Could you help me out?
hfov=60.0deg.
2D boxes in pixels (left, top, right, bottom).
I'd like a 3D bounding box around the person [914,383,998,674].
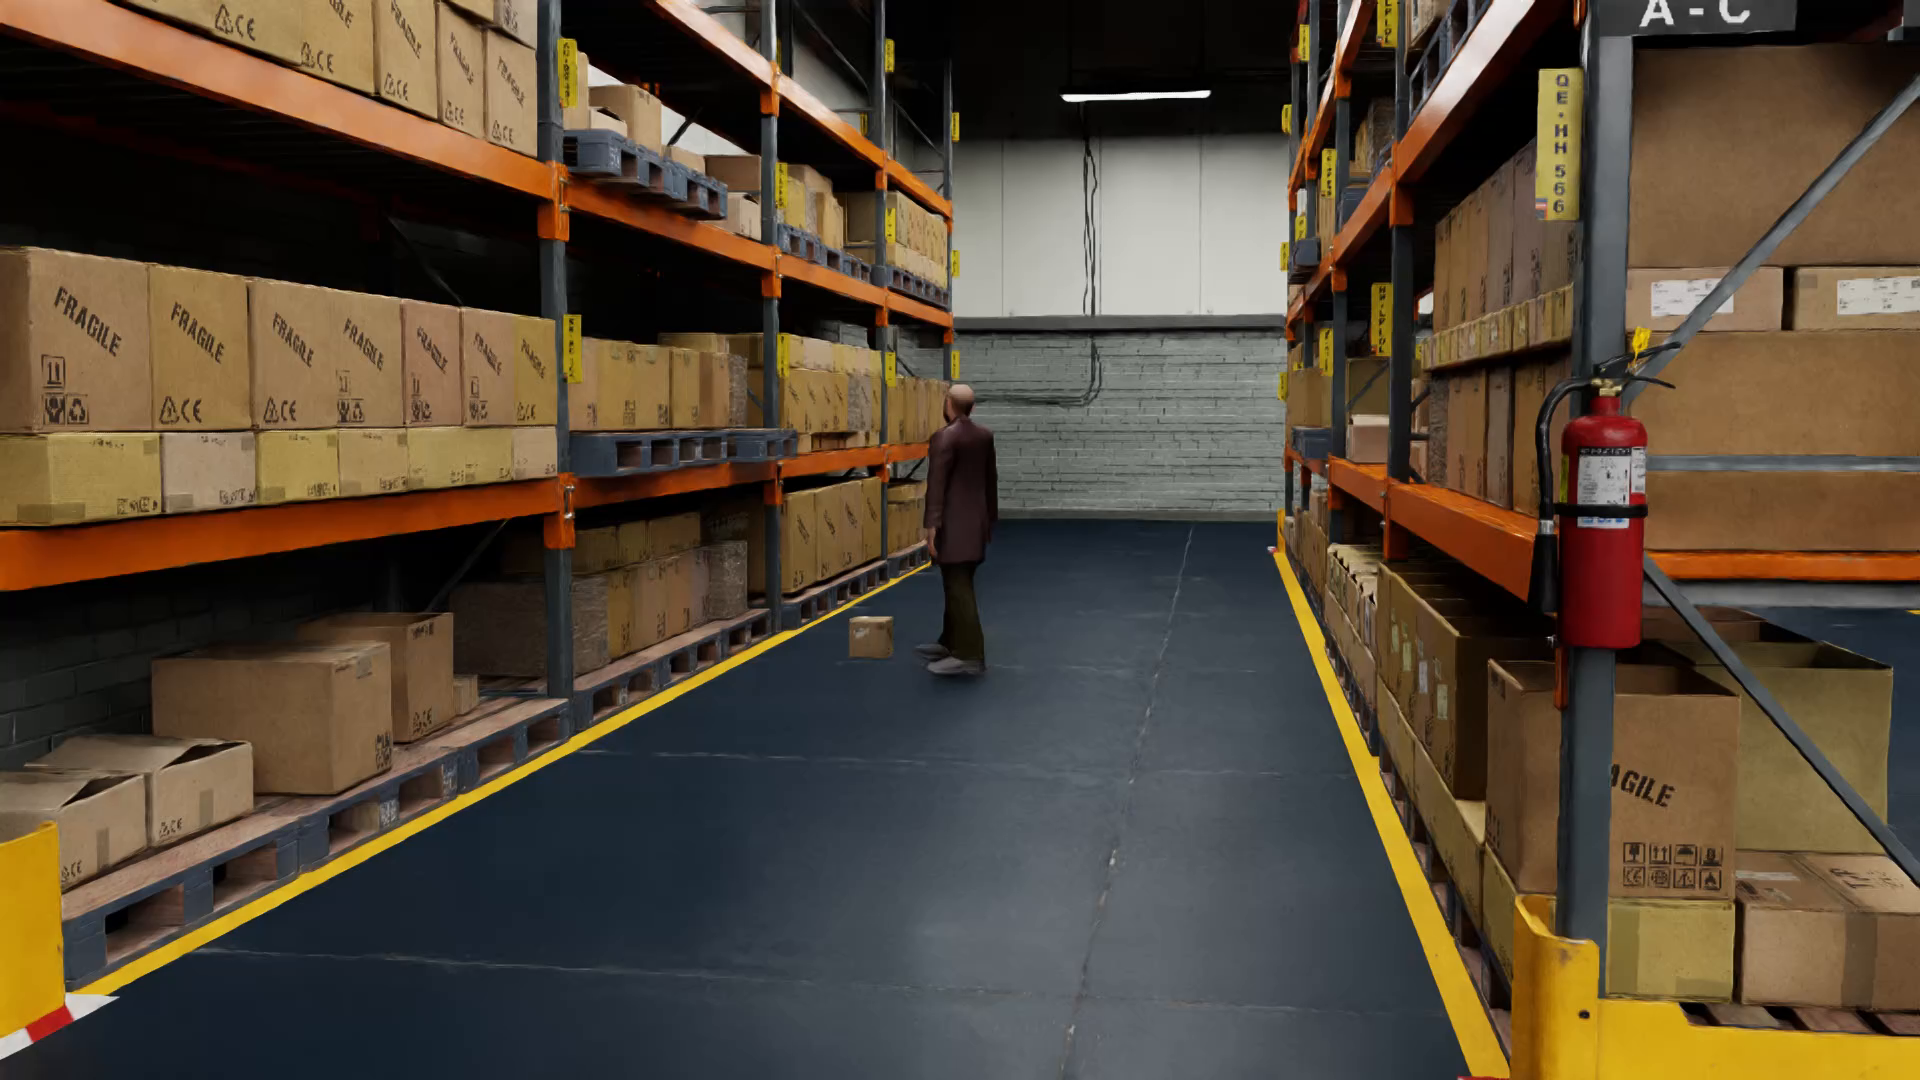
[{"bbox_3d":[-0.063,-0.087,10.401,0.670,1.775,0.767,3,5,32],"label":"person"}]
